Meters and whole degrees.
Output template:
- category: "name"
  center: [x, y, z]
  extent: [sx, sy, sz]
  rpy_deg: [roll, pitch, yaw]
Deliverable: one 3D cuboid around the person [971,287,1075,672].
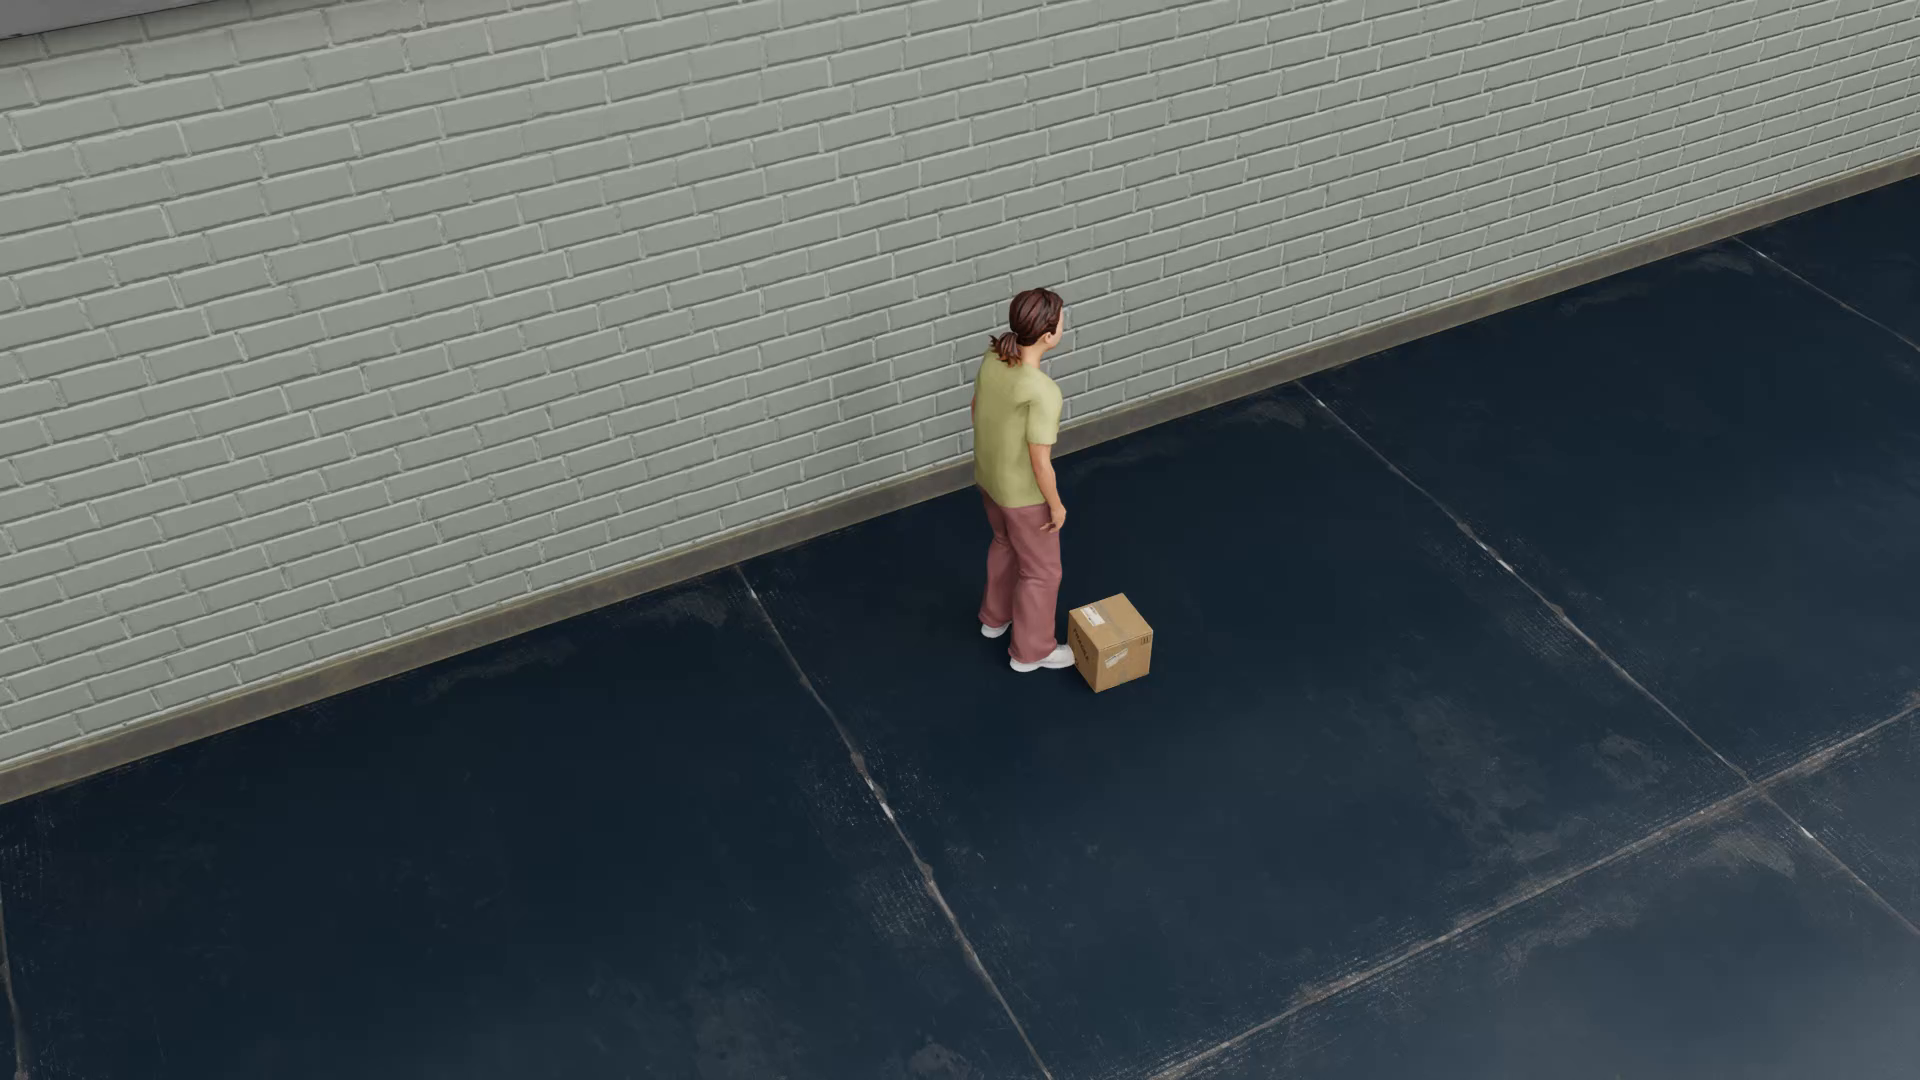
- category: "person"
  center: [0.246, -0.223, 6.413]
  extent: [0.356, 1.672, 0.522]
  rpy_deg: [-21, 46, -22]
